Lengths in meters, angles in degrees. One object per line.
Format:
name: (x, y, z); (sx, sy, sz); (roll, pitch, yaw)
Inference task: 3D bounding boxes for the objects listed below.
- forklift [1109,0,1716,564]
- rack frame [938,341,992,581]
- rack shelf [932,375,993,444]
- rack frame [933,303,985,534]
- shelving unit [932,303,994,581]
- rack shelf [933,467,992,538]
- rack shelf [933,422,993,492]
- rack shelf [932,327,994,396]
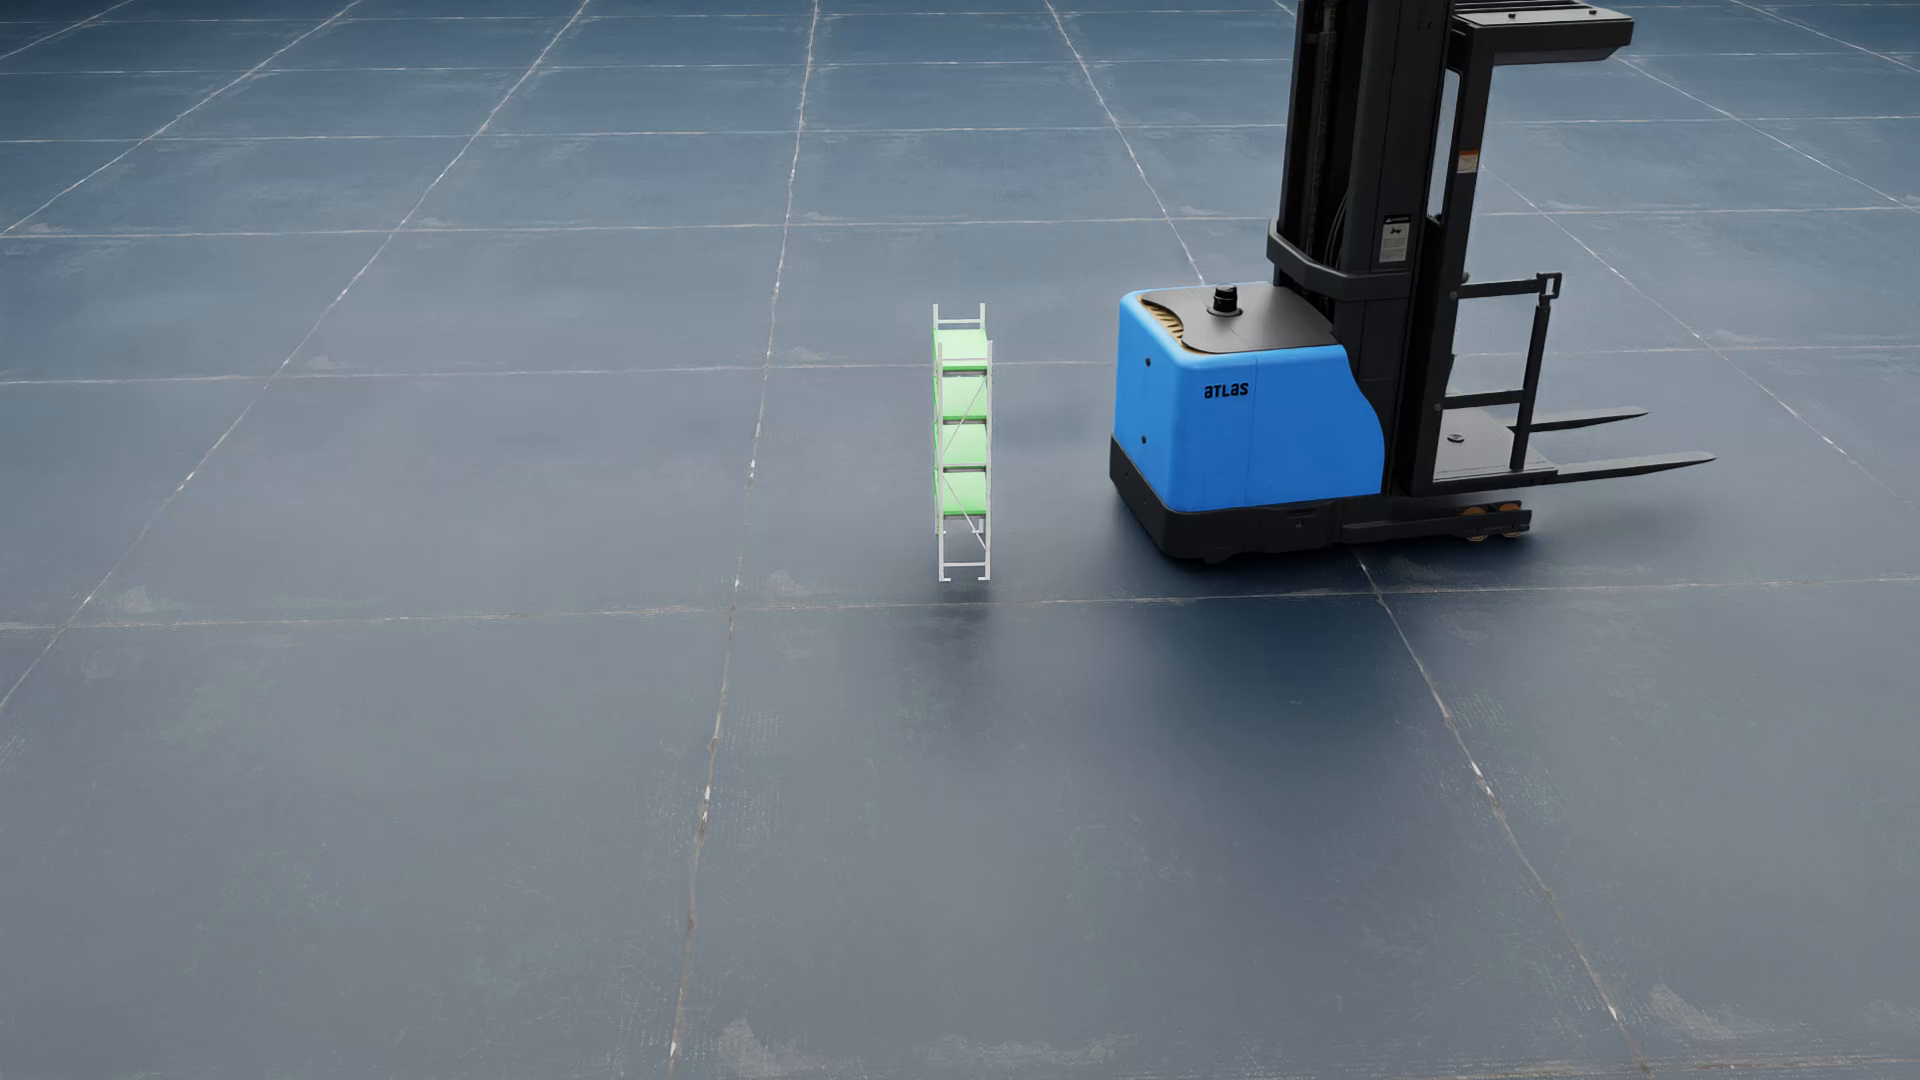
forklift: (2.356, -1.524, 8.003); (3.031, 2.935, 1.130); (-6, 28, -11)
rack frame: (0.021, -0.343, 7.610); (0.240, 1.200, 0.015); (-1, 28, -3)
rack shelf: (0.009, -0.612, 7.745); (0.258, 0.148, 0.480); (-1, 28, -3)
rack frame: (-0.004, -0.568, 8.042); (0.240, 1.200, 0.015); (-1, 28, -3)
shelving unit: (0.009, -0.456, 7.826); (0.258, 1.200, 0.503); (-1, 28, -3)
rack shelf: (0.009, -0.186, 7.966); (0.258, 0.148, 0.480); (-1, 28, -3)
rack shelf: (0.009, -0.399, 7.856); (0.258, 0.148, 0.480); (-1, 28, -3)
rack shelf: (0.009, -0.824, 7.634); (0.258, 0.148, 0.480); (-1, 28, -3)
